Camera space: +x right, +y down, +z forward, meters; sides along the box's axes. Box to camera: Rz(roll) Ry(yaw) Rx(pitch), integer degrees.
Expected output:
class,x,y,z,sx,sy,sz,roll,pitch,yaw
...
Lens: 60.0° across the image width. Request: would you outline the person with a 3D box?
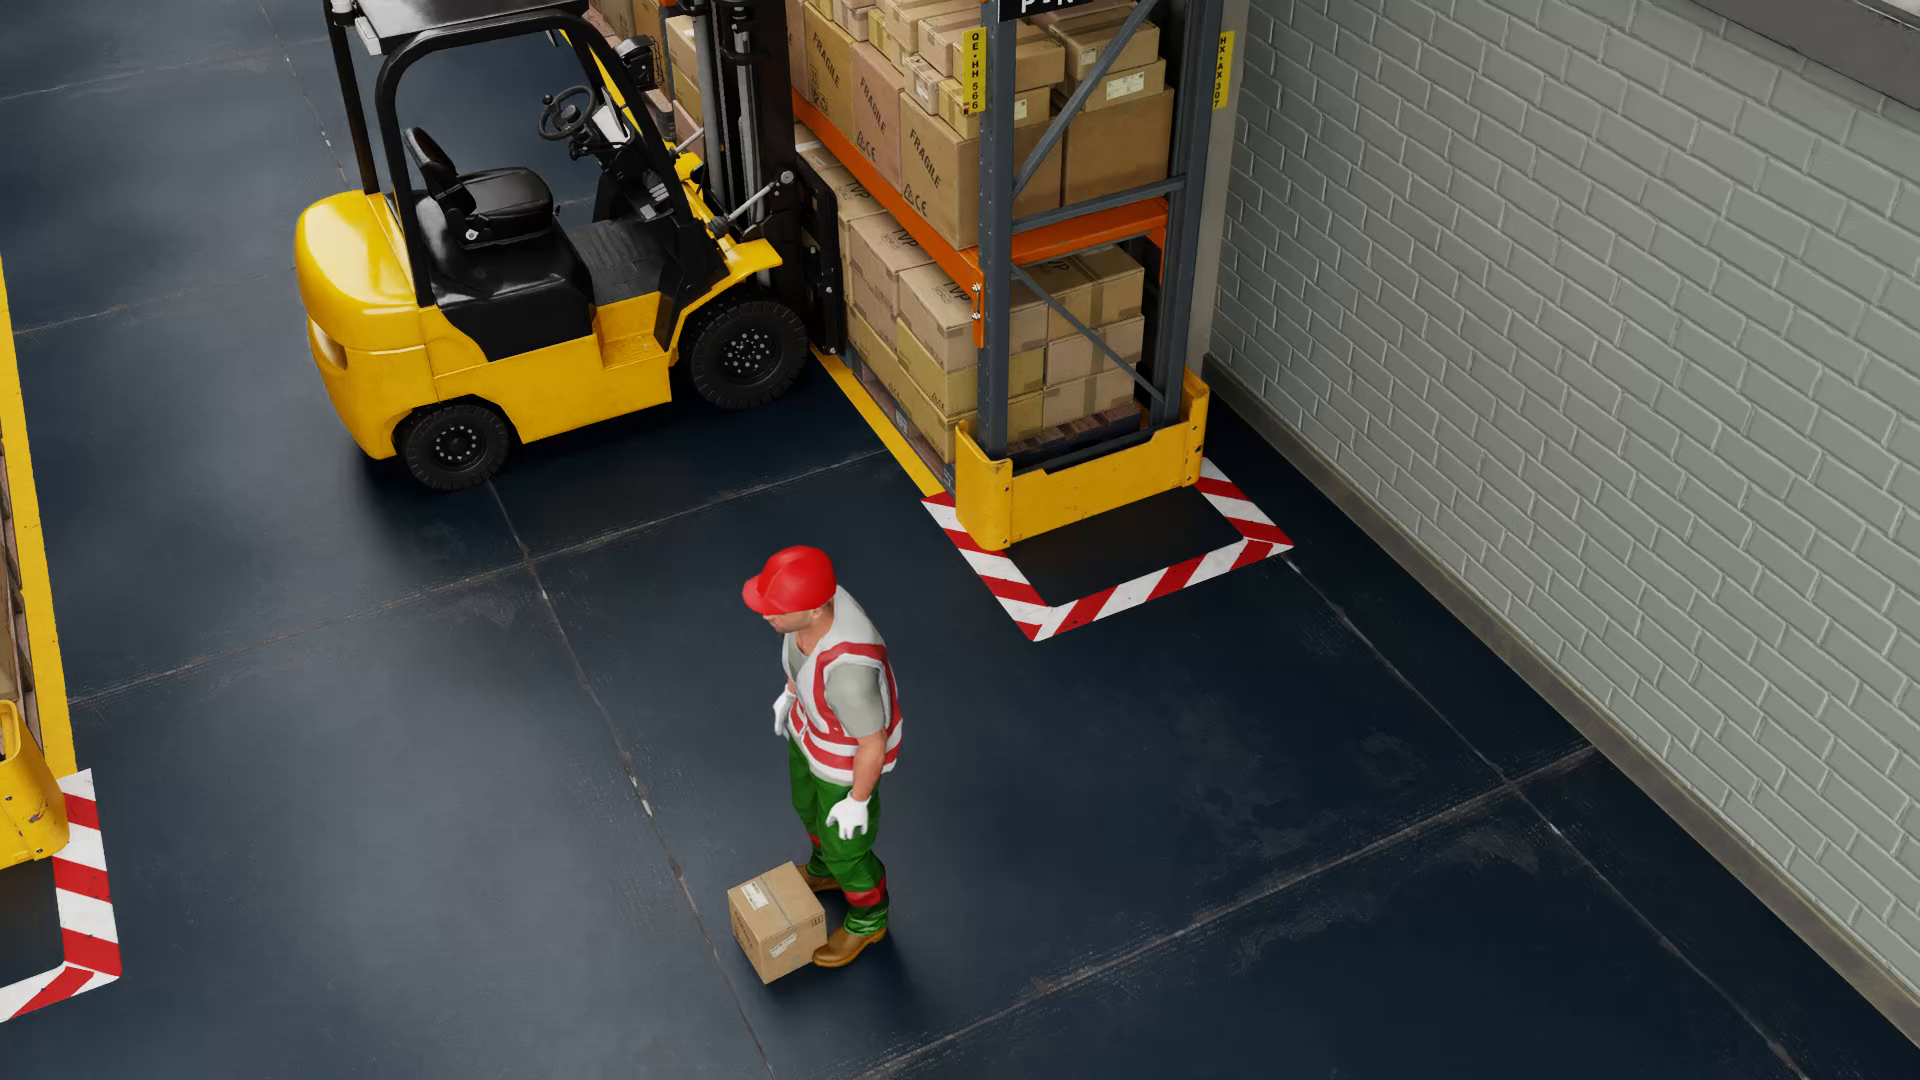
class,x,y,z,sx,sy,sz,roll,pitch,yaw
person,-0.429,0.679,5.362,0.449,1.779,0.609,-19,44,-20
